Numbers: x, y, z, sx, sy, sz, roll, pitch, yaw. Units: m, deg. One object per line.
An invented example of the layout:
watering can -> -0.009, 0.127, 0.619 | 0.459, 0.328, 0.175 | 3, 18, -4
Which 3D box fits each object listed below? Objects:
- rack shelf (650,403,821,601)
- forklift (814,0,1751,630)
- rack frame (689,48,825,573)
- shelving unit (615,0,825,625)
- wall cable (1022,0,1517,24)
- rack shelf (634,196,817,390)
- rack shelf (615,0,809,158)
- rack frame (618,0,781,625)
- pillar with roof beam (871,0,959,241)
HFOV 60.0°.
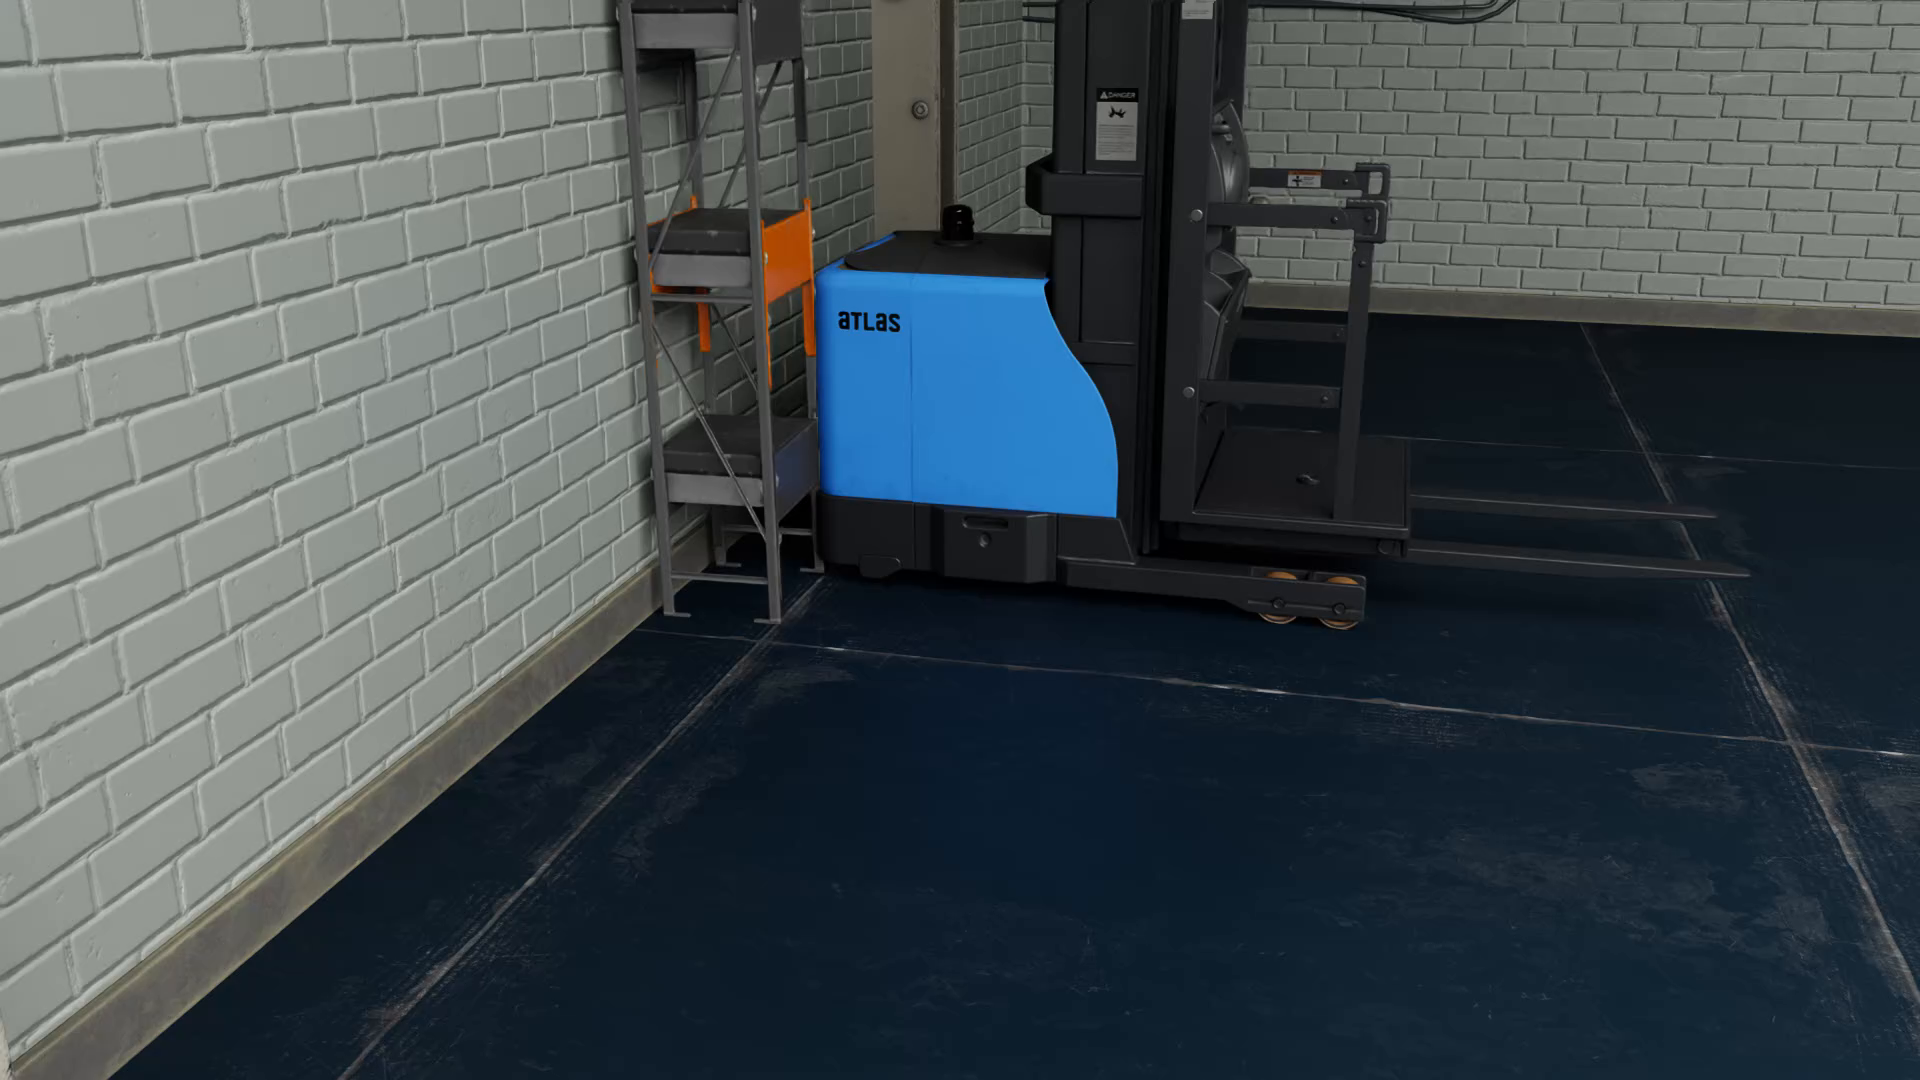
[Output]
rack shelf -> -0.726, -0.137, 5.533 | 0.431, 0.518, 0.480 | 4, 20, 12
forklift -> 1.075, -1.289, 5.428 | 3.031, 2.935, 1.130 | 5, 19, 13
rack frame -> -0.681, -0.890, 5.523 | 0.400, 2.100, 0.015 | 4, 20, 12
shelving unit -> -0.734, -0.811, 5.298 | 0.431, 2.100, 0.503 | 4, 20, 12
wall cable -> 1.800, -4.253, 9.520 | 3.097, 2.526, 0.112 | 5, 19, 13
rack shelf -> -0.734, -0.798, 5.303 | 0.431, 0.518, 0.480 | 4, 20, 12
rack shelf -> -0.741, -1.459, 5.072 | 0.431, 0.518, 0.480 | 4, 20, 12
rack frame -> -0.786, -0.732, 5.073 | 0.400, 2.100, 0.015 | 4, 20, 12
pillar with roof beam -> 3.973, -4.563, 5.625 | 9.100, 9.000, 0.400 | 5, 19, 13
